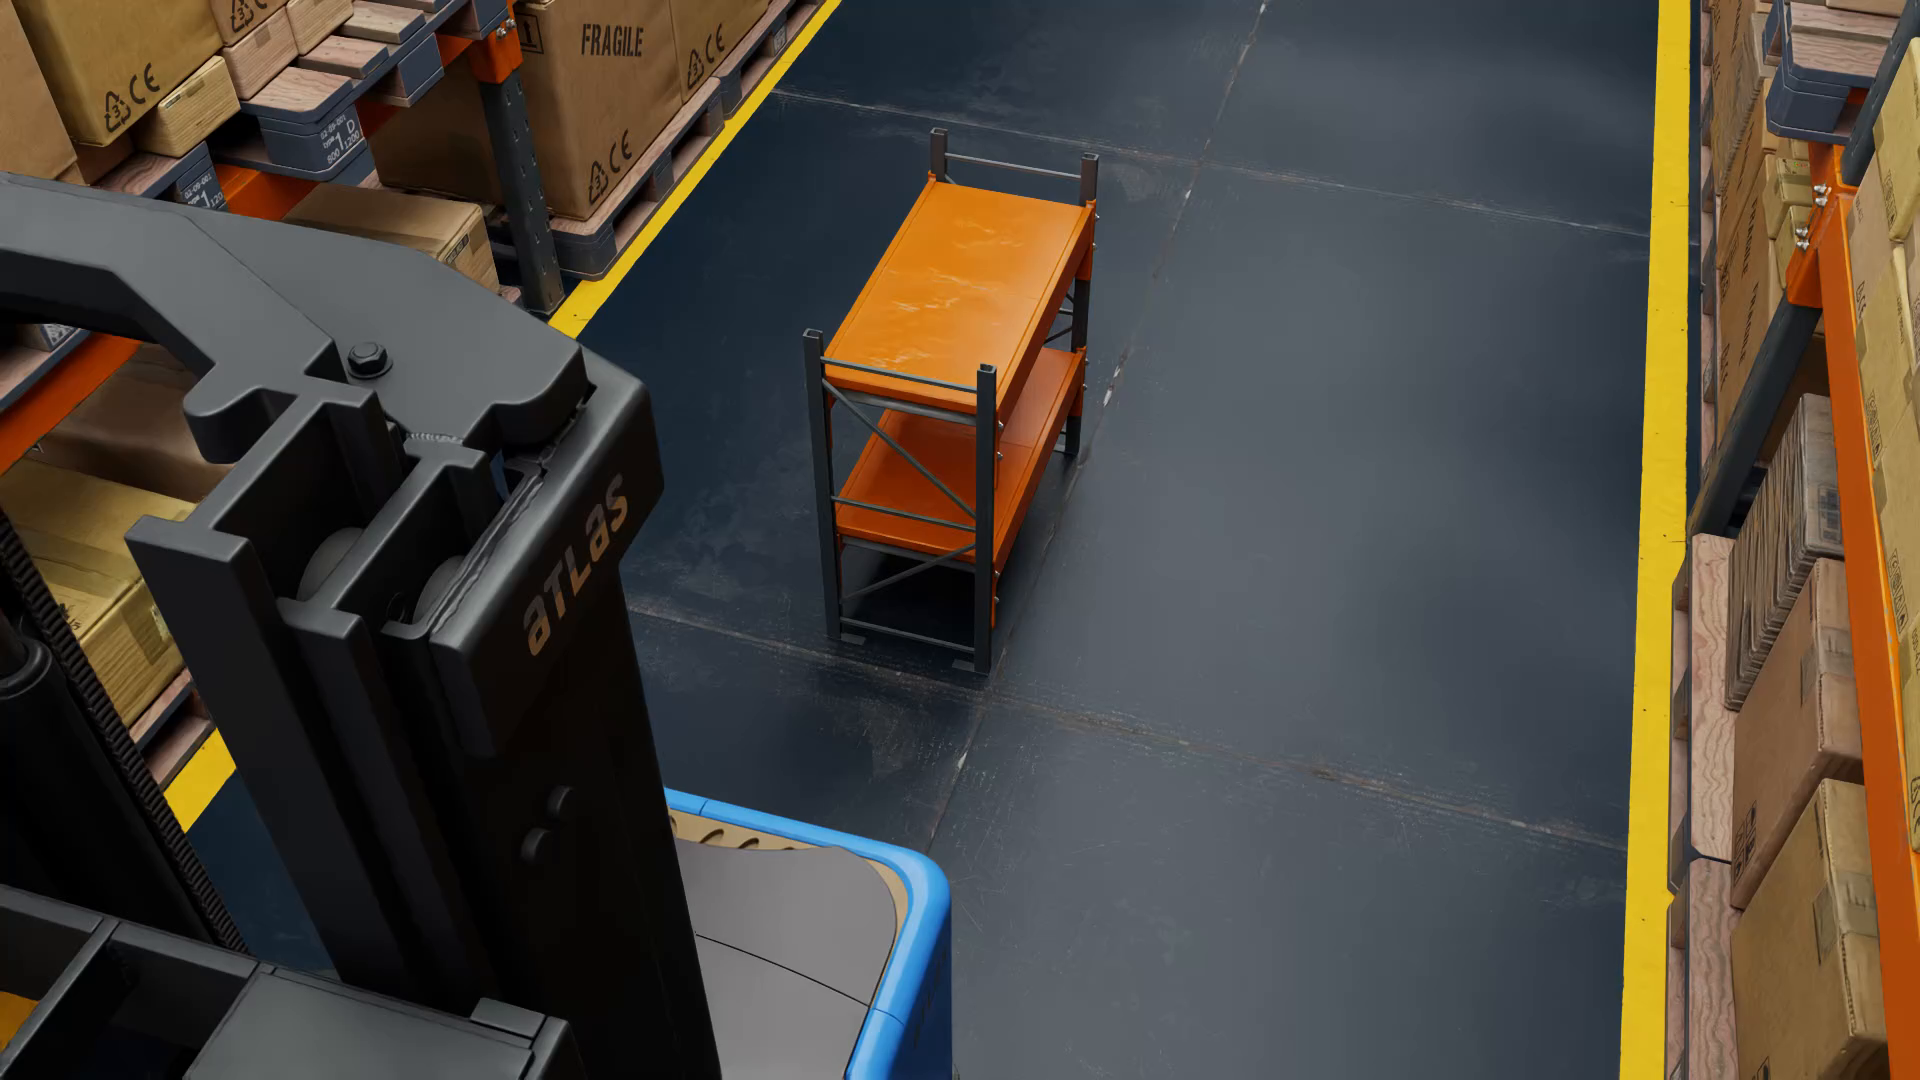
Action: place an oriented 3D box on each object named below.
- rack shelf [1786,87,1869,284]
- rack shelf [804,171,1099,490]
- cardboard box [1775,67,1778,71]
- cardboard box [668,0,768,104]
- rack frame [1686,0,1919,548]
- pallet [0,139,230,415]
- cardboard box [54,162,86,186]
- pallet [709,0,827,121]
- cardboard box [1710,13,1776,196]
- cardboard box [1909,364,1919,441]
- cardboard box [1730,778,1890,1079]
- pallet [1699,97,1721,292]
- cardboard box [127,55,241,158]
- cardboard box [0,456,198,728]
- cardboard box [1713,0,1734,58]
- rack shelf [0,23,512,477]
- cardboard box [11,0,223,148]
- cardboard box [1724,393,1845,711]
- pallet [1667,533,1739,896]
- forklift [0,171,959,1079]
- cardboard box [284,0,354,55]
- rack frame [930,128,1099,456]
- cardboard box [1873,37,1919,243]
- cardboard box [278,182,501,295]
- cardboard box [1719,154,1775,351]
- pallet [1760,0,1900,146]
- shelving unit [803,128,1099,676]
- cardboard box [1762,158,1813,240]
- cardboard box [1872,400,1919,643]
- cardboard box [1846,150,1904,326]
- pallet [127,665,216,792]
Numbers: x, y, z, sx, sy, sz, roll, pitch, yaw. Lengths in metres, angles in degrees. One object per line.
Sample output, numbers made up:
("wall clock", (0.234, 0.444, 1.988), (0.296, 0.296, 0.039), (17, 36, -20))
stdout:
("rack shelf", (3.382, -2.059, 5.724), (1.077, 0.370, 4.000), (13, 46, 13))
("rack shelf", (0.002, -0.616, 4.656), (0.538, 0.278, 1.000), (13, 46, 13))
("cardboard box", (3.113, -1.732, 5.899), (0.380, 0.149, 0.250), (11, 45, 11))
("cardboard box", (-1.393, -2.459, 6.837), (0.875, 0.875, 0.875), (13, 46, 13))
("rack frame", (2.776, -0.983, 4.110), (1.000, 3.000, 0.127), (13, 46, 13))
("pallet", (-2.516, -0.635, 3.891), (1.003, 0.211, 1.213), (13, 46, 13))
("cardboard box", (-2.224, -0.774, 3.776), (0.380, 0.149, 0.250), (11, 45, 11))
("pallet", (-1.274, -2.355, 7.506), (1.003, 0.211, 1.213), (13, 46, 13))
("cardboard box", (3.156, -1.598, 6.225), (0.500, 0.500, 0.500), (11, 45, 11))
("cardboard box", (2.081, -0.185, 3.045), (0.500, 0.250, 0.500), (11, 46, 11))
("cardboard box", (2.180, 1.015, 3.466), (0.875, 0.625, 0.625), (11, 45, 11))
("pallet", (3.410, -1.286, 6.414), (1.003, 0.211, 1.213), (13, 46, 13))
("cardboard box", (-2.030, -1.100, 4.109), (0.380, 0.149, 0.250), (13, 46, 13))
("cardboard box", (-2.587, 0.130, 4.551), (0.950, 0.372, 0.625), (14, 46, 14))
("cardboard box", (3.475, -2.274, 6.916), (0.500, 0.500, 0.500), (12, 46, 12))
("rack shelf", (-2.561, -0.442, 4.071), (1.077, 0.370, 4.000), (13, 46, 13))
("cardboard box", (-2.126, -1.278, 3.827), (0.500, 0.500, 0.500), (10, 45, 10))
("cardboard box", (2.574, 0.129, 4.372), (0.875, 0.625, 0.625), (14, 46, 14))
("pallet", (2.490, 0.554, 4.533), (1.003, 0.211, 1.213), (13, 46, 13))
("forklift", (-0.912, 1.208, 1.920), (1.130, 2.935, 3.031), (12, 46, 12))
("cardboard box", (-1.876, -1.452, 4.469), (0.380, 0.149, 0.250), (12, 46, 12))
("rack frame", (0.156, -0.745, 5.207), (0.500, 1.125, 0.032), (13, 46, 13))
("cardboard box", (2.385, -0.869, 3.743), (0.500, 0.250, 0.500), (12, 46, 12))
("cardboard box", (-2.136, -0.868, 5.571), (0.950, 0.372, 0.625), (10, 45, 10))
("cardboard box", (2.861, -0.898, 5.510), (0.500, 0.500, 0.500), (12, 46, 12))
("pallet", (2.915, -1.381, 4.654), (1.213, 0.211, 1.003), (13, 46, 13))
("shelving unit", (0.002, -0.407, 4.861), (0.538, 1.125, 1.048), (13, 46, 13))
("cardboard box", (2.738, -1.043, 5.194), (0.380, 0.149, 0.250), (10, 45, 10))
("cardboard box", (2.103, -0.006, 3.219), (0.500, 0.250, 0.500), (11, 45, 11))
("cardboard box", (2.409, -0.685, 3.913), (0.500, 0.250, 0.500), (13, 46, 13))
("pallet", (-2.565, 0.296, 4.797), (1.003, 0.211, 1.213), (13, 46, 13))
